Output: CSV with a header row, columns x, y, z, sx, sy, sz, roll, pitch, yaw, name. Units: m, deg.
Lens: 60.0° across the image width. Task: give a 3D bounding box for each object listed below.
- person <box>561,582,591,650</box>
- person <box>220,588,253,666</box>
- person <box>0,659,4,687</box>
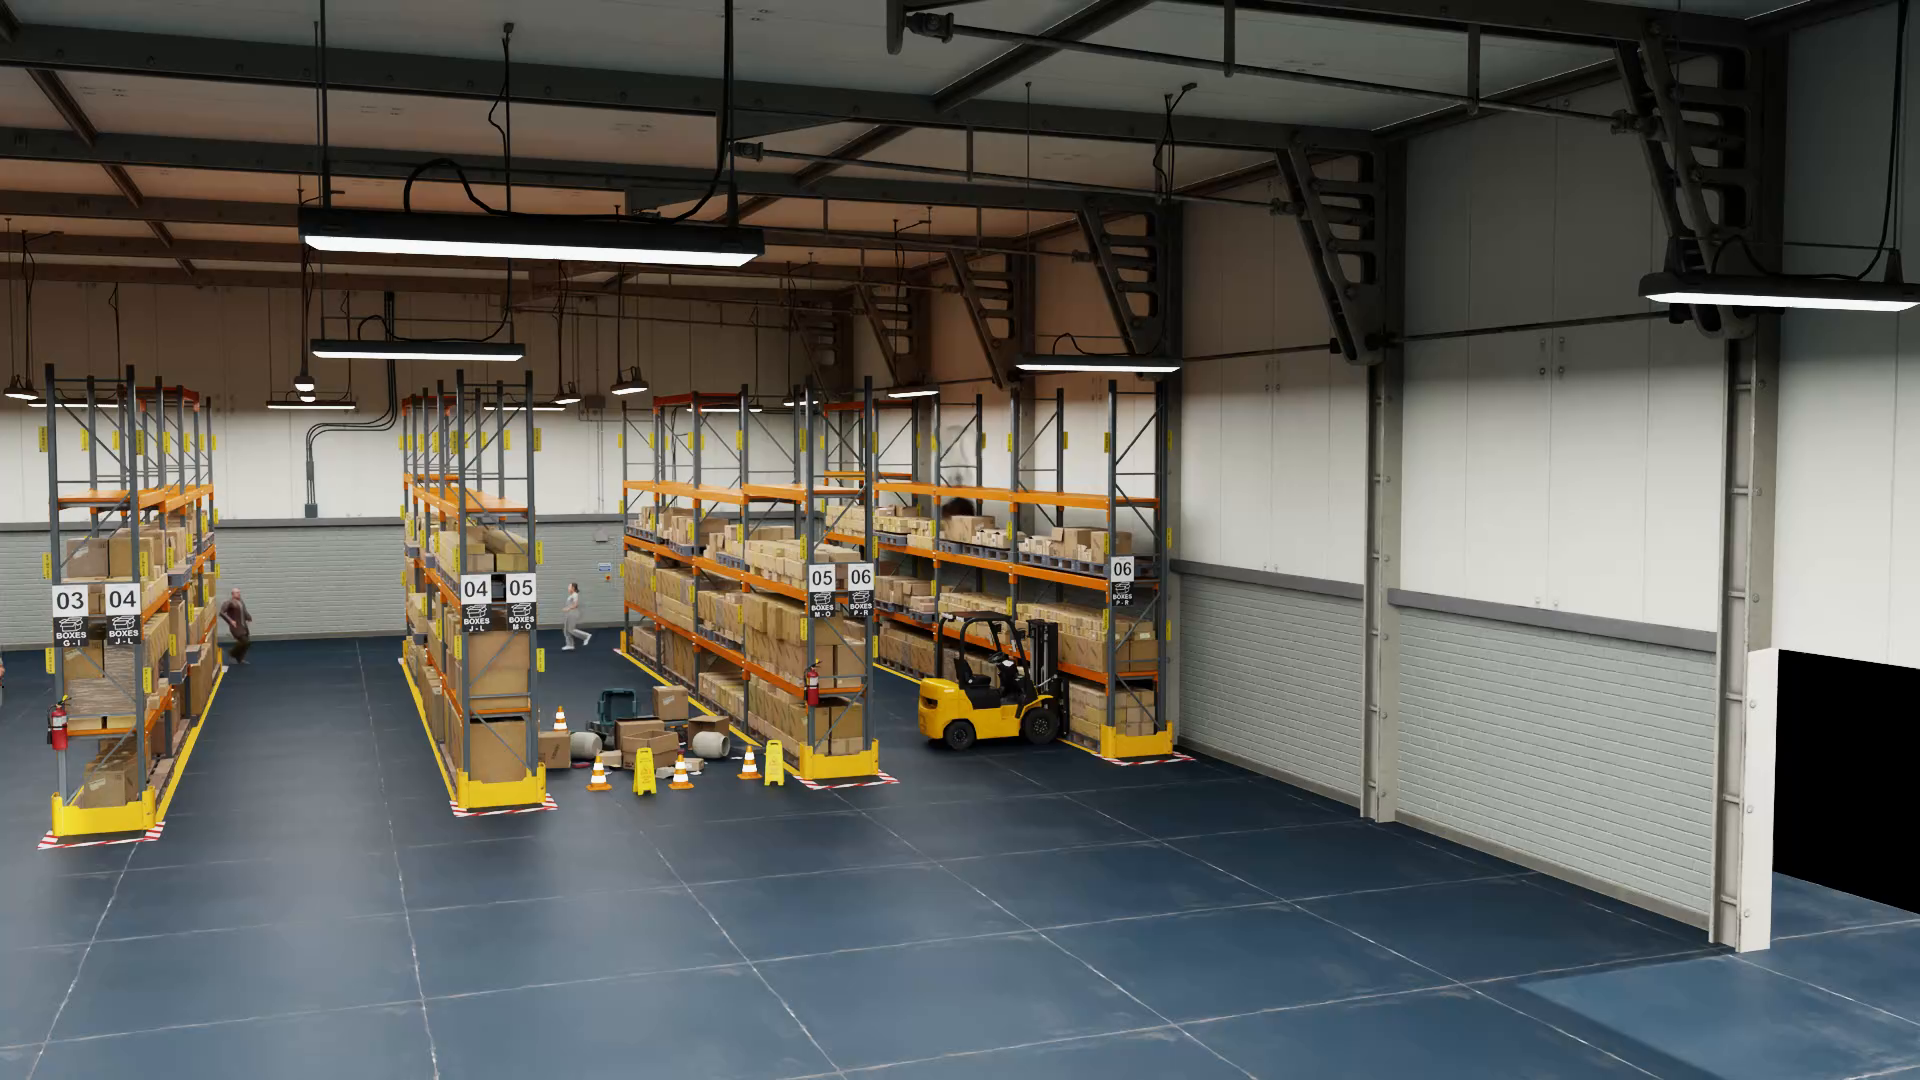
x,y,z,sx,sy,sz,roll,pitch,yaw,name
-9.300,1.833,40.215,0.697,1.630,0.563,-1,4,-21,person
-16.201,1.953,37.310,0.545,1.755,0.780,1,3,10,person
-16.699,2.487,28.395,0.664,1.743,0.632,-2,4,-29,person
